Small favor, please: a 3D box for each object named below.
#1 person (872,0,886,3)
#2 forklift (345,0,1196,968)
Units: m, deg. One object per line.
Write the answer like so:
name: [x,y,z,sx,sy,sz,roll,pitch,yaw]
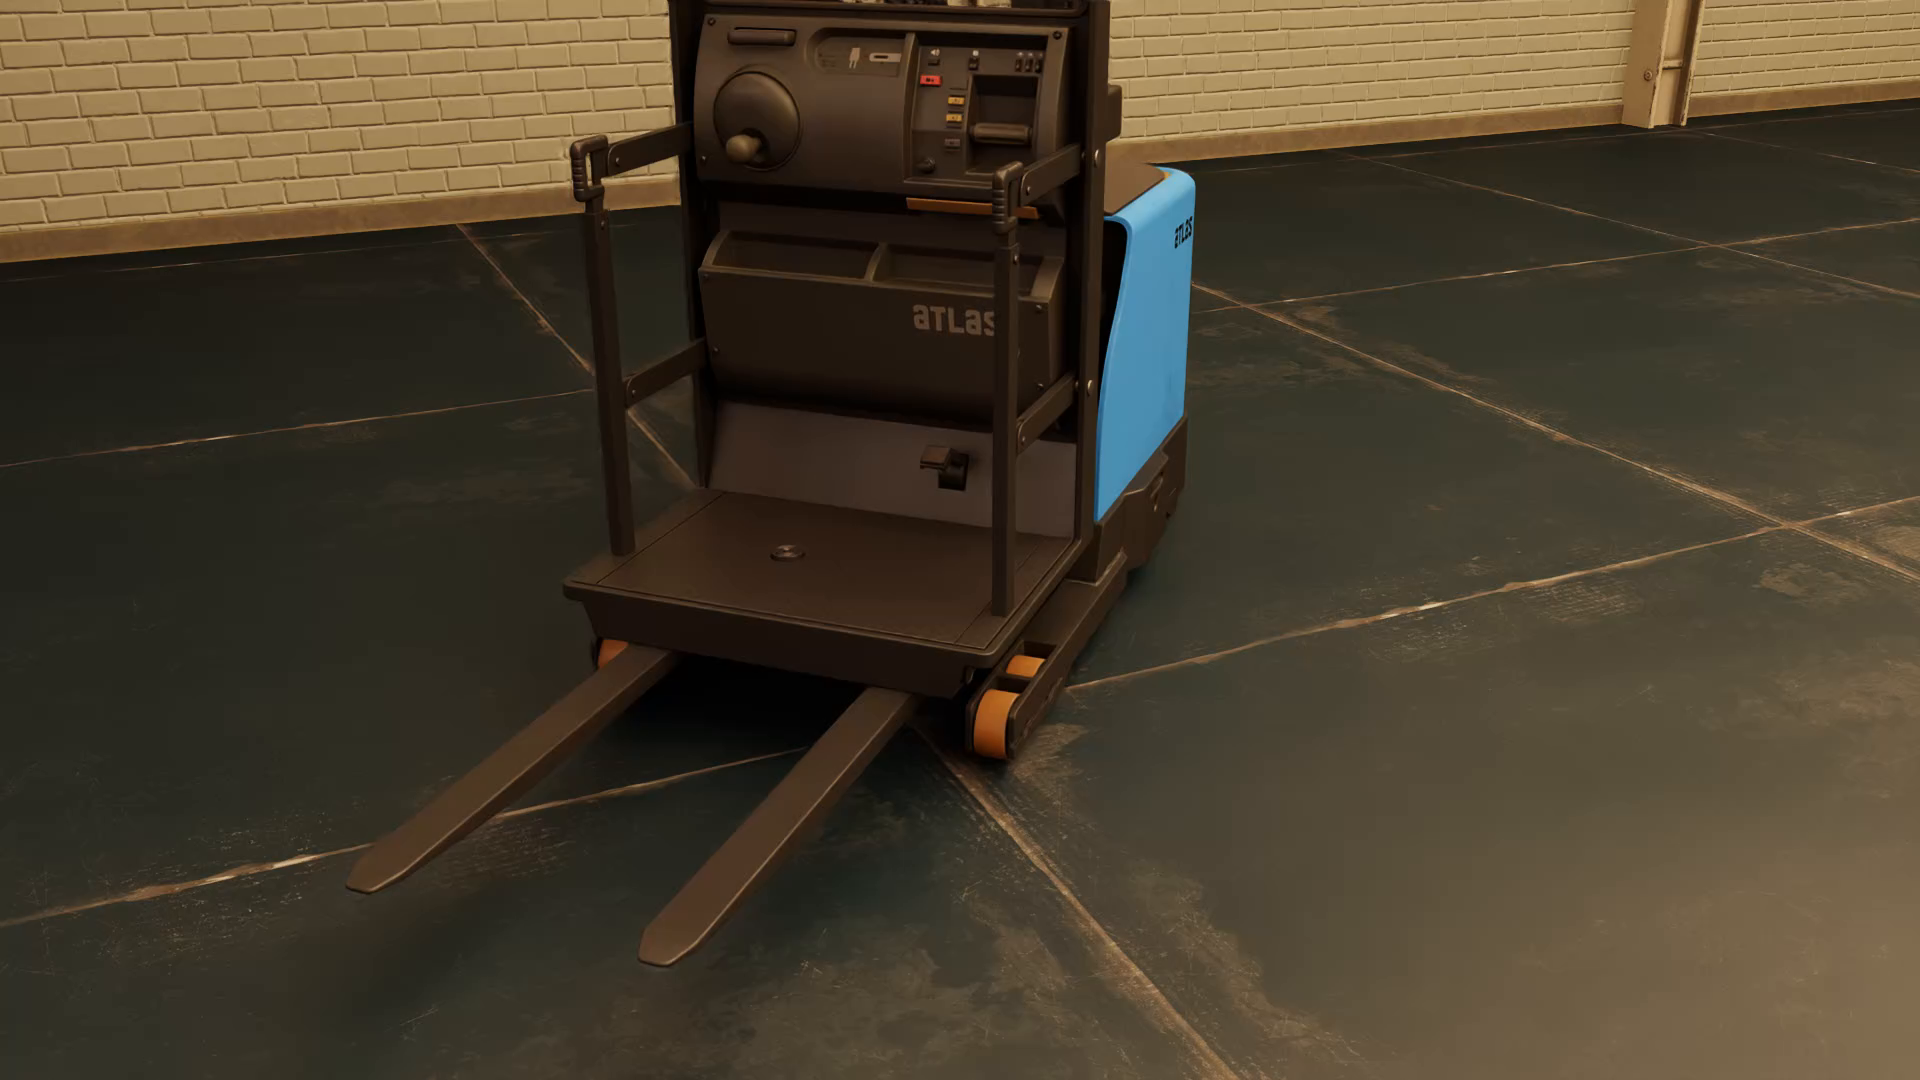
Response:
person: [-0.208,-1.155,5.956,0.659,1.541,0.890,-9,24,-21]
forklift: [-0.273,-1.019,3.739,1.130,2.935,3.031,8,24,19]
